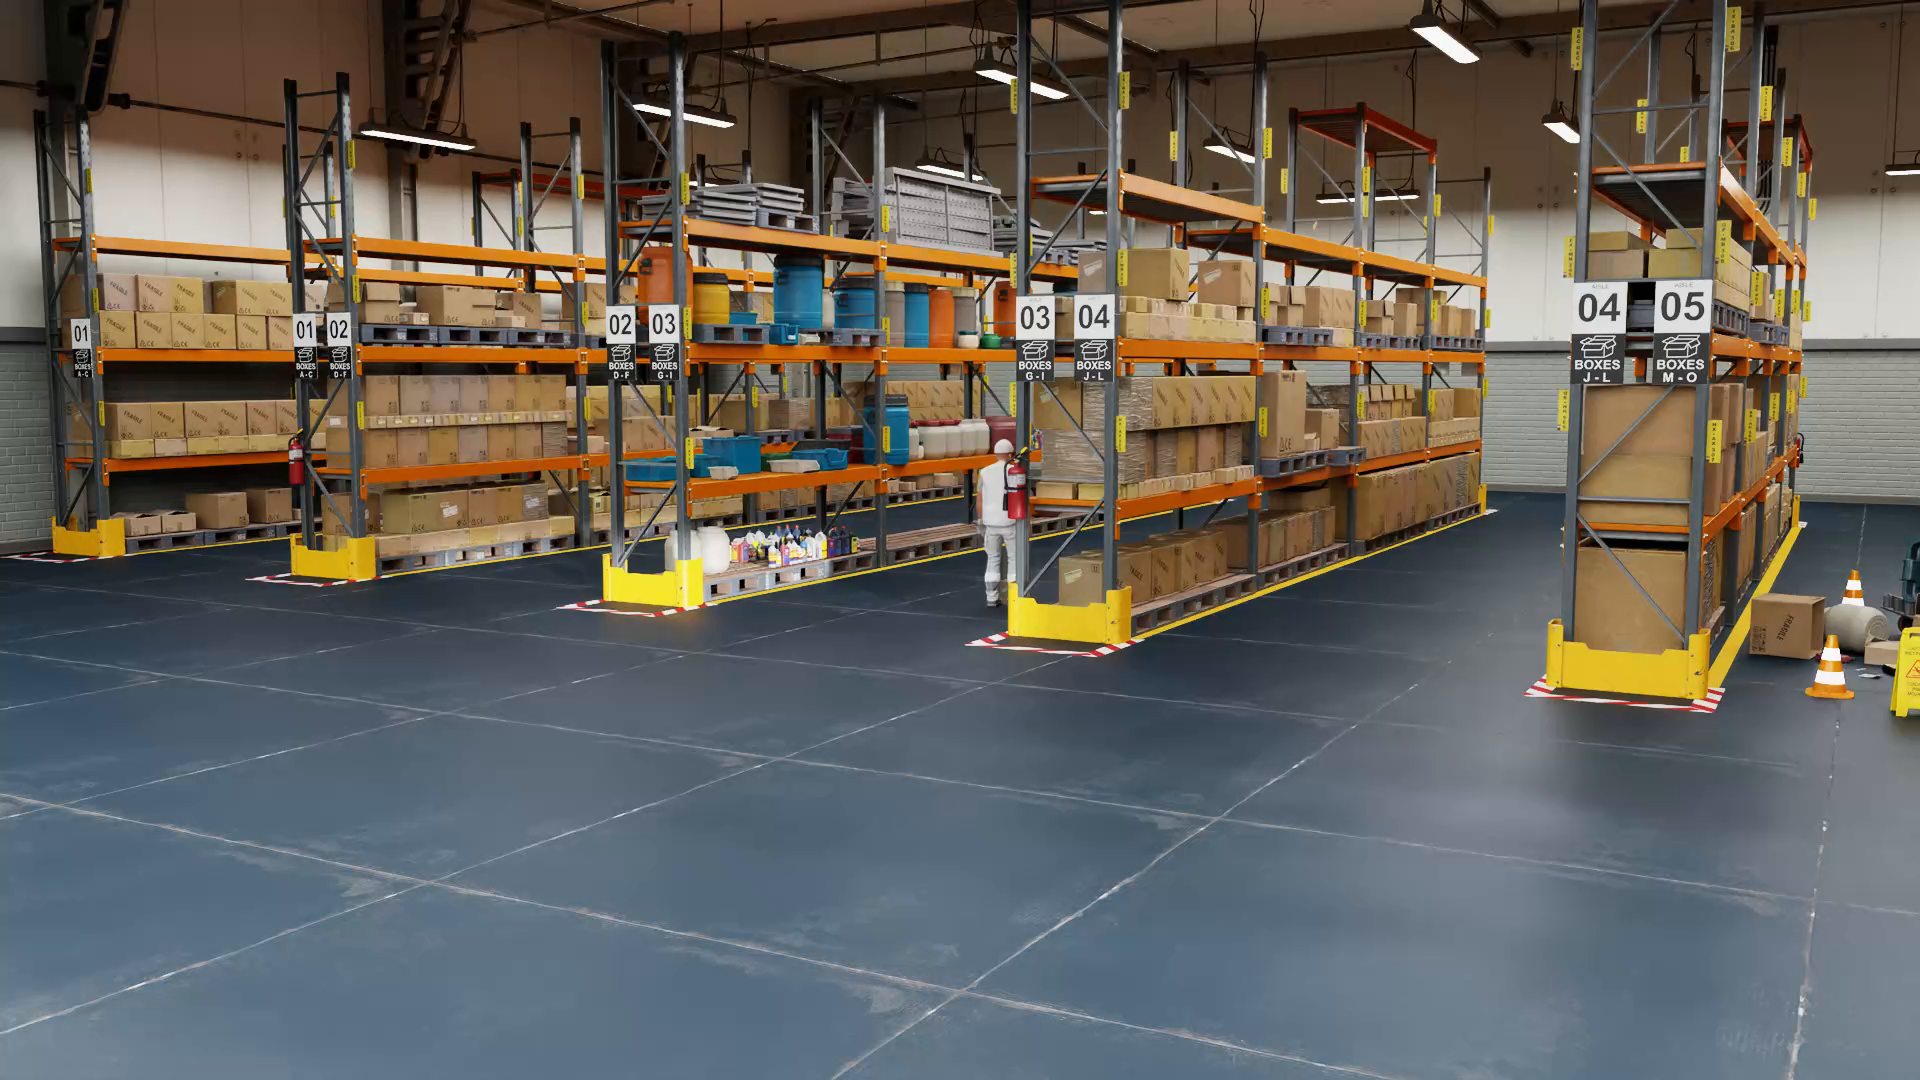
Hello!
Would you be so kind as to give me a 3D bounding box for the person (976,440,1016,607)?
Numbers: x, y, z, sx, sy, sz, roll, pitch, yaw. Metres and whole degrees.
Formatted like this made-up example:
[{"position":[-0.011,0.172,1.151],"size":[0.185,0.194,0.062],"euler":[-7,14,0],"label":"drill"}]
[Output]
[{"position":[0.463,-0.175,17.724],"size":[0.609,1.777,0.453],"euler":[3,6,26],"label":"person"}]
